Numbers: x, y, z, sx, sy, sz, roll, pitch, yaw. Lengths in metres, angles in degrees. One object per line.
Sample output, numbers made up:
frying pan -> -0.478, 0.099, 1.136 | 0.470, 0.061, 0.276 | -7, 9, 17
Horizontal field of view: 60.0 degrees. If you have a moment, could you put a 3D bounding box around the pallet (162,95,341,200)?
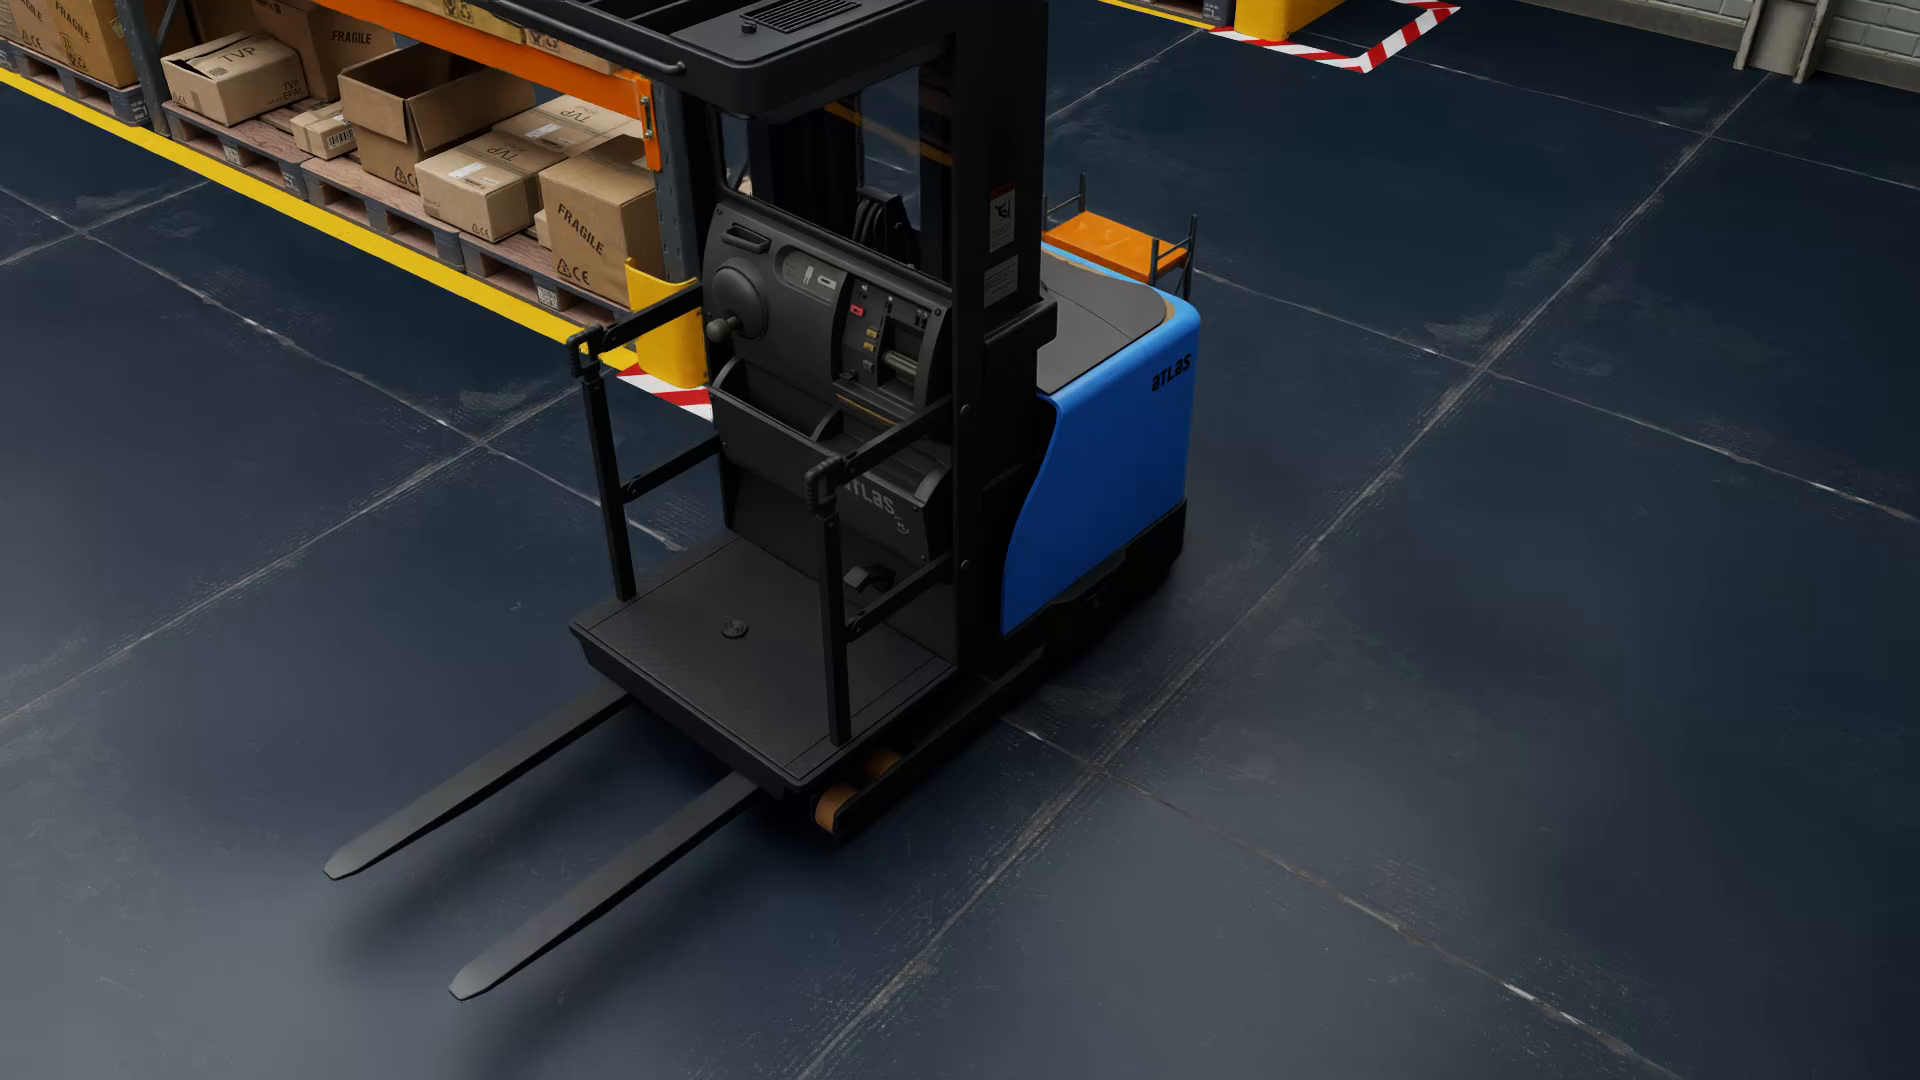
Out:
pallet -> -3.501, -2.270, 8.979 | 1.213, 0.211, 1.003 | 25, 45, 29

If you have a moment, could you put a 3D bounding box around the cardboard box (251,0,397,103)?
cardboard box -> -3.421, -2.741, 8.988 | 0.500, 0.500, 0.500 | 25, 45, 29

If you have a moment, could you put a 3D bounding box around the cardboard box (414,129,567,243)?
cardboard box -> -2.187, -1.672, 7.826 | 0.500, 0.250, 0.500 | 25, 45, 29

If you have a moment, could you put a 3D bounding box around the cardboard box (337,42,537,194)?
cardboard box -> -2.551, -2.115, 8.187 | 0.637, 0.503, 0.797 | 25, 45, 29

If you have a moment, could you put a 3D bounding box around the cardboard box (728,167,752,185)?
cardboard box -> -1.191, -1.604, 7.807 | 0.250, 0.166, 0.380 | 25, 45, 29

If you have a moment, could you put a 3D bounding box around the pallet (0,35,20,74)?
pallet -> -5.688, -3.271, 10.257 | 1.213, 0.211, 1.003 | 25, 45, 29

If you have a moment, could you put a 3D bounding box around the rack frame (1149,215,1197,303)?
rack frame -> 0.733, -0.593, 6.034 | 0.015, 1.200, 0.240 | 29, 46, 32

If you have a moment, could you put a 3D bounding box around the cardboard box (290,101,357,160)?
cardboard box -> -3.151, -2.102, 8.442 | 0.250, 0.166, 0.380 | 25, 45, 29

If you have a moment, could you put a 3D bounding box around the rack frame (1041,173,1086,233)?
rack frame -> 0.370, -0.794, 6.291 | 0.015, 1.200, 0.240 | 29, 46, 32

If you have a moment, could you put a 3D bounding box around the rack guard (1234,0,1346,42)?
rack guard -> 2.157, -3.562, 10.394 | 0.348, 0.500, 1.175 | 25, 45, 29

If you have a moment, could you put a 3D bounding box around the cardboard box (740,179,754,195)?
cardboard box -> -0.993, -1.504, 7.693 | 0.250, 0.149, 0.380 | 25, 45, 29

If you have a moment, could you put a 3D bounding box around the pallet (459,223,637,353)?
pallet -> -1.563, -1.357, 7.812 | 1.213, 0.211, 1.003 | 25, 45, 29

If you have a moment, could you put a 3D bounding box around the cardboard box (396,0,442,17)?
cardboard box -> -2.197, -2.584, 7.036 | 0.500, 0.500, 0.500 | 26, 45, 29

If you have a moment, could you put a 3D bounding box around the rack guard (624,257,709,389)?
rack guard -> -0.929, -1.172, 7.342 | 0.348, 0.500, 1.175 | 25, 45, 29

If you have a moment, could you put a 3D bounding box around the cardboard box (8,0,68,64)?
cardboard box -> -5.000, -3.049, 9.382 | 0.500, 0.500, 0.500 | 25, 45, 29

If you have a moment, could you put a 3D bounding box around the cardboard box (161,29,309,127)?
cardboard box -> -3.844, -2.478, 8.805 | 0.500, 0.311, 0.500 | 25, 45, 29

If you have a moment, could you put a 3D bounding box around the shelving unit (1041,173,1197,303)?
shelving unit -> 0.552, -0.694, 6.163 | 0.503, 1.200, 0.258 | 29, 46, 32

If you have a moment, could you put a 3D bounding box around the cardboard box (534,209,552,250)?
cardboard box -> -1.717, -1.464, 7.629 | 0.250, 0.166, 0.380 | 25, 45, 29

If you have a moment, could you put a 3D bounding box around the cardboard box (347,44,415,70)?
cardboard box -> -2.825, -2.385, 8.688 | 0.500, 0.311, 0.500 | 25, 45, 29

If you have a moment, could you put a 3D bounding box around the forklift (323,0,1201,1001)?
forklift -> -0.543, -0.604, 4.643 | 1.130, 2.935, 3.031 | 29, 46, 32

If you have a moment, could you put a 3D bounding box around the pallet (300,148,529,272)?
pallet -> -2.528, -1.814, 8.396 | 1.213, 0.211, 1.003 | 25, 45, 29

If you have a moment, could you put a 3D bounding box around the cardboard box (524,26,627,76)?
cardboard box -> -1.390, -2.202, 6.548 | 0.500, 0.500, 0.500 | 27, 45, 30

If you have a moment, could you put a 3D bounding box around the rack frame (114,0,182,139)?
rack frame -> -4.046, -3.626, 8.448 | 0.127, 3.000, 1.000 | 25, 45, 29

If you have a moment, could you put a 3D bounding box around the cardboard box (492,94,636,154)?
cardboard box -> -1.923, -1.936, 8.163 | 0.500, 0.250, 0.500 | 25, 45, 29

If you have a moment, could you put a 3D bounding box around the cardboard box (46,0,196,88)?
cardboard box -> -4.612, -2.860, 9.140 | 0.500, 0.500, 0.500 | 25, 44, 28

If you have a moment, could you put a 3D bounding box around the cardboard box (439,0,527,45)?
cardboard box -> -1.804, -2.394, 6.794 | 0.500, 0.500, 0.500 | 26, 45, 29

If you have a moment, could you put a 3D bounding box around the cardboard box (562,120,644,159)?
cardboard box -> -1.526, -1.748, 7.924 | 0.500, 0.250, 0.500 | 25, 45, 29

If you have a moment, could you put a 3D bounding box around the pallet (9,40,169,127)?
pallet -> -4.715, -2.814, 9.673 | 1.213, 0.211, 1.003 | 25, 45, 29

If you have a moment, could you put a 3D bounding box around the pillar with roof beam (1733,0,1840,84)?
pillar with roof beam -> 2.192, -4.222, 4.342 | 0.400, 9.000, 9.100 | 25, 45, 29

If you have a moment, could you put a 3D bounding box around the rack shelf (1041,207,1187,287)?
rack shelf -> 0.552, -1.003, 5.921 | 0.480, 0.148, 0.258 | 29, 46, 32

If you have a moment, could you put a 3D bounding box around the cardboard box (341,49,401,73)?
cardboard box -> -3.087, -2.491, 8.954 | 0.250, 0.149, 0.380 | 25, 45, 29

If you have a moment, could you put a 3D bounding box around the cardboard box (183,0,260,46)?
cardboard box -> -4.282, -3.116, 9.467 | 0.500, 0.500, 0.500 | 23, 44, 27

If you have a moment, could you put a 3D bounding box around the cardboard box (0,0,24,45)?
cardboard box -> -5.398, -3.237, 9.622 | 0.500, 0.500, 0.500 | 26, 45, 29

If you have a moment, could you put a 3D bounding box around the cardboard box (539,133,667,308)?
cardboard box -> -1.450, -1.400, 7.276 | 0.500, 0.500, 0.500 | 25, 45, 29

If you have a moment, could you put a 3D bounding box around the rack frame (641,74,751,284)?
rack frame -> -0.869, -2.128, 6.535 | 0.127, 3.000, 1.000 | 25, 45, 29

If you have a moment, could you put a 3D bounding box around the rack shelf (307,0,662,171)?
rack shelf -> -2.457, -2.594, 7.713 | 4.000, 0.370, 1.077 | 25, 45, 29

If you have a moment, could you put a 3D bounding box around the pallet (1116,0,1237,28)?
pallet -> 1.455, -3.718, 10.828 | 1.213, 0.211, 1.003 | 25, 45, 29
